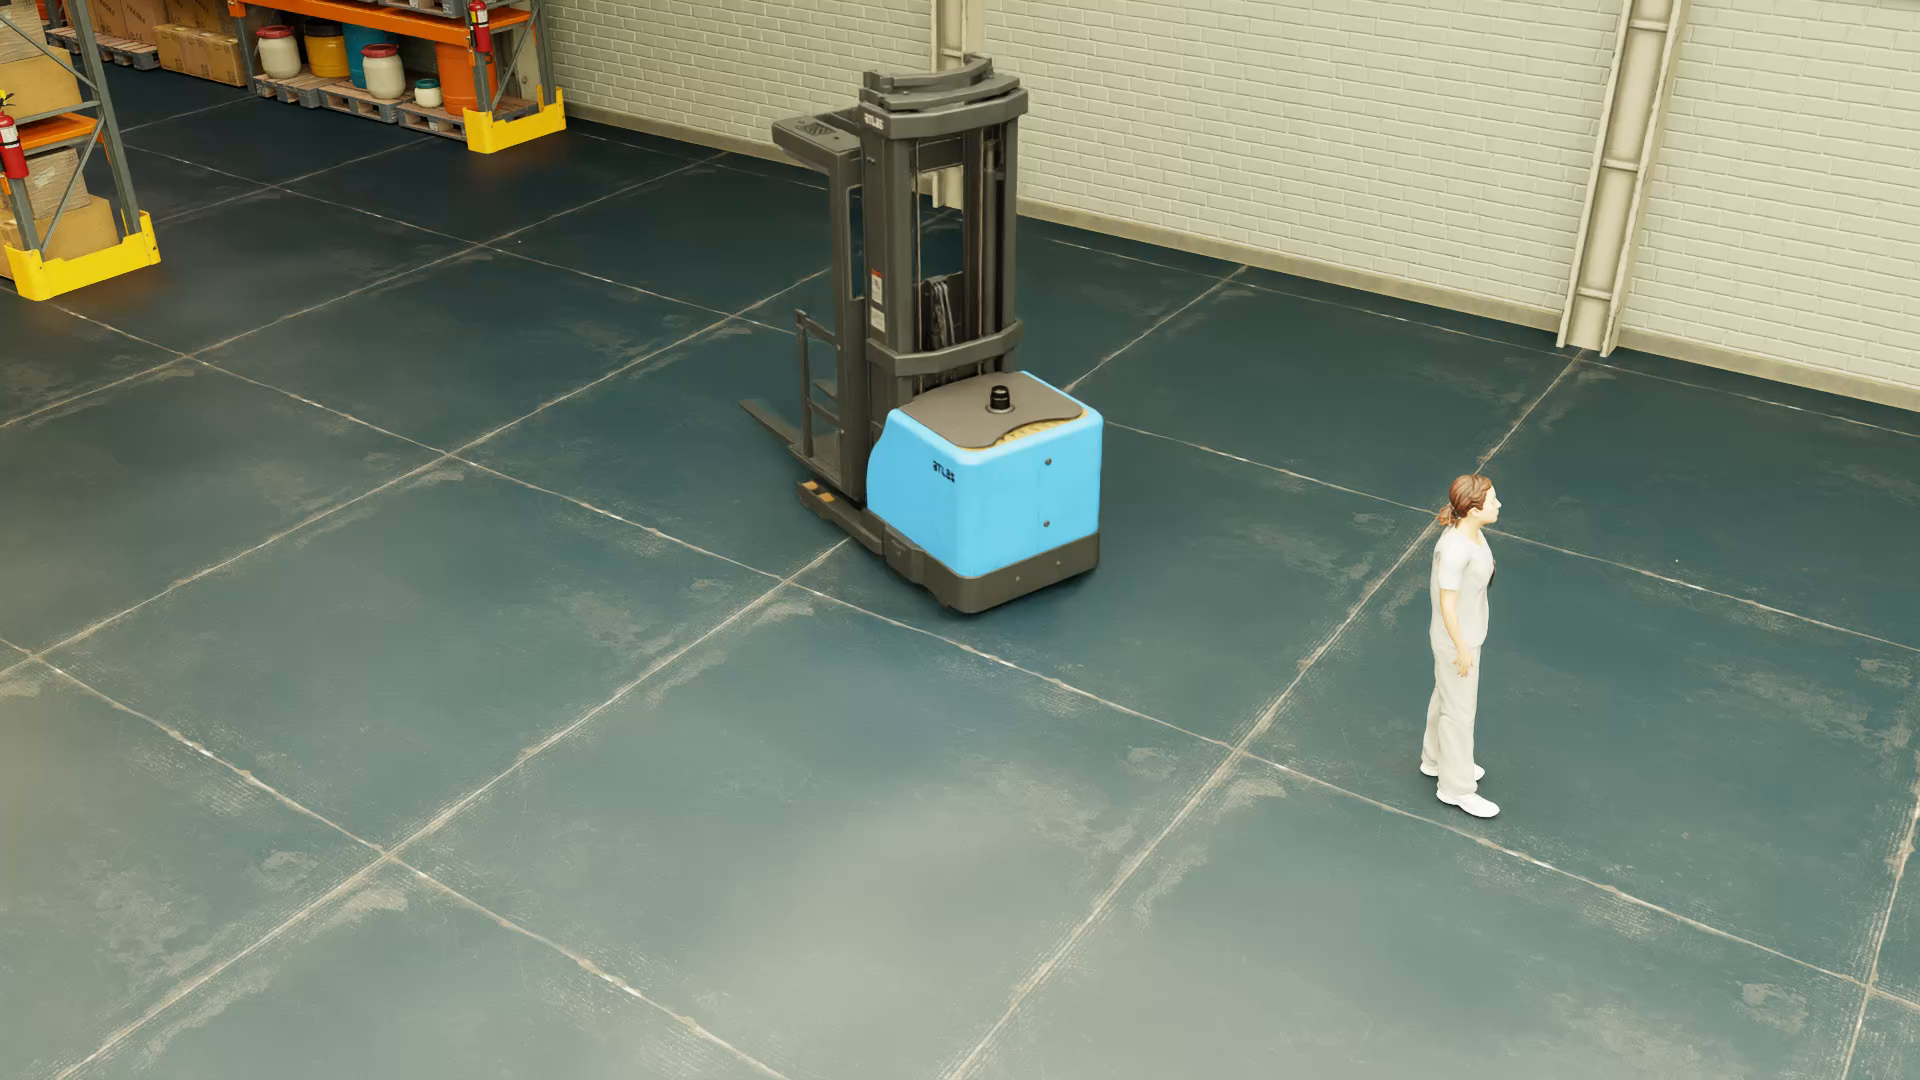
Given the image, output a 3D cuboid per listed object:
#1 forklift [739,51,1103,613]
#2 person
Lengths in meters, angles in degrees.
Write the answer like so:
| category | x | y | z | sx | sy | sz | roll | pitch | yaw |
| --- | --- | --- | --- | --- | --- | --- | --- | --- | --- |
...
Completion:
| category | x | y | z | sx | sy | sz | roll | pitch | yaw |
| --- | --- | --- | --- | --- | --- | --- | --- | --- | --- |
| forklift | -0.417 | -1.531 | 10.218 | 1.130 | 2.935 | 3.031 | -20 | 35 | -30 |
| person | 2.471 | 0.473 | 8.003 | 0.549 | 1.675 | 0.549 | 12 | 32 | 20 |
